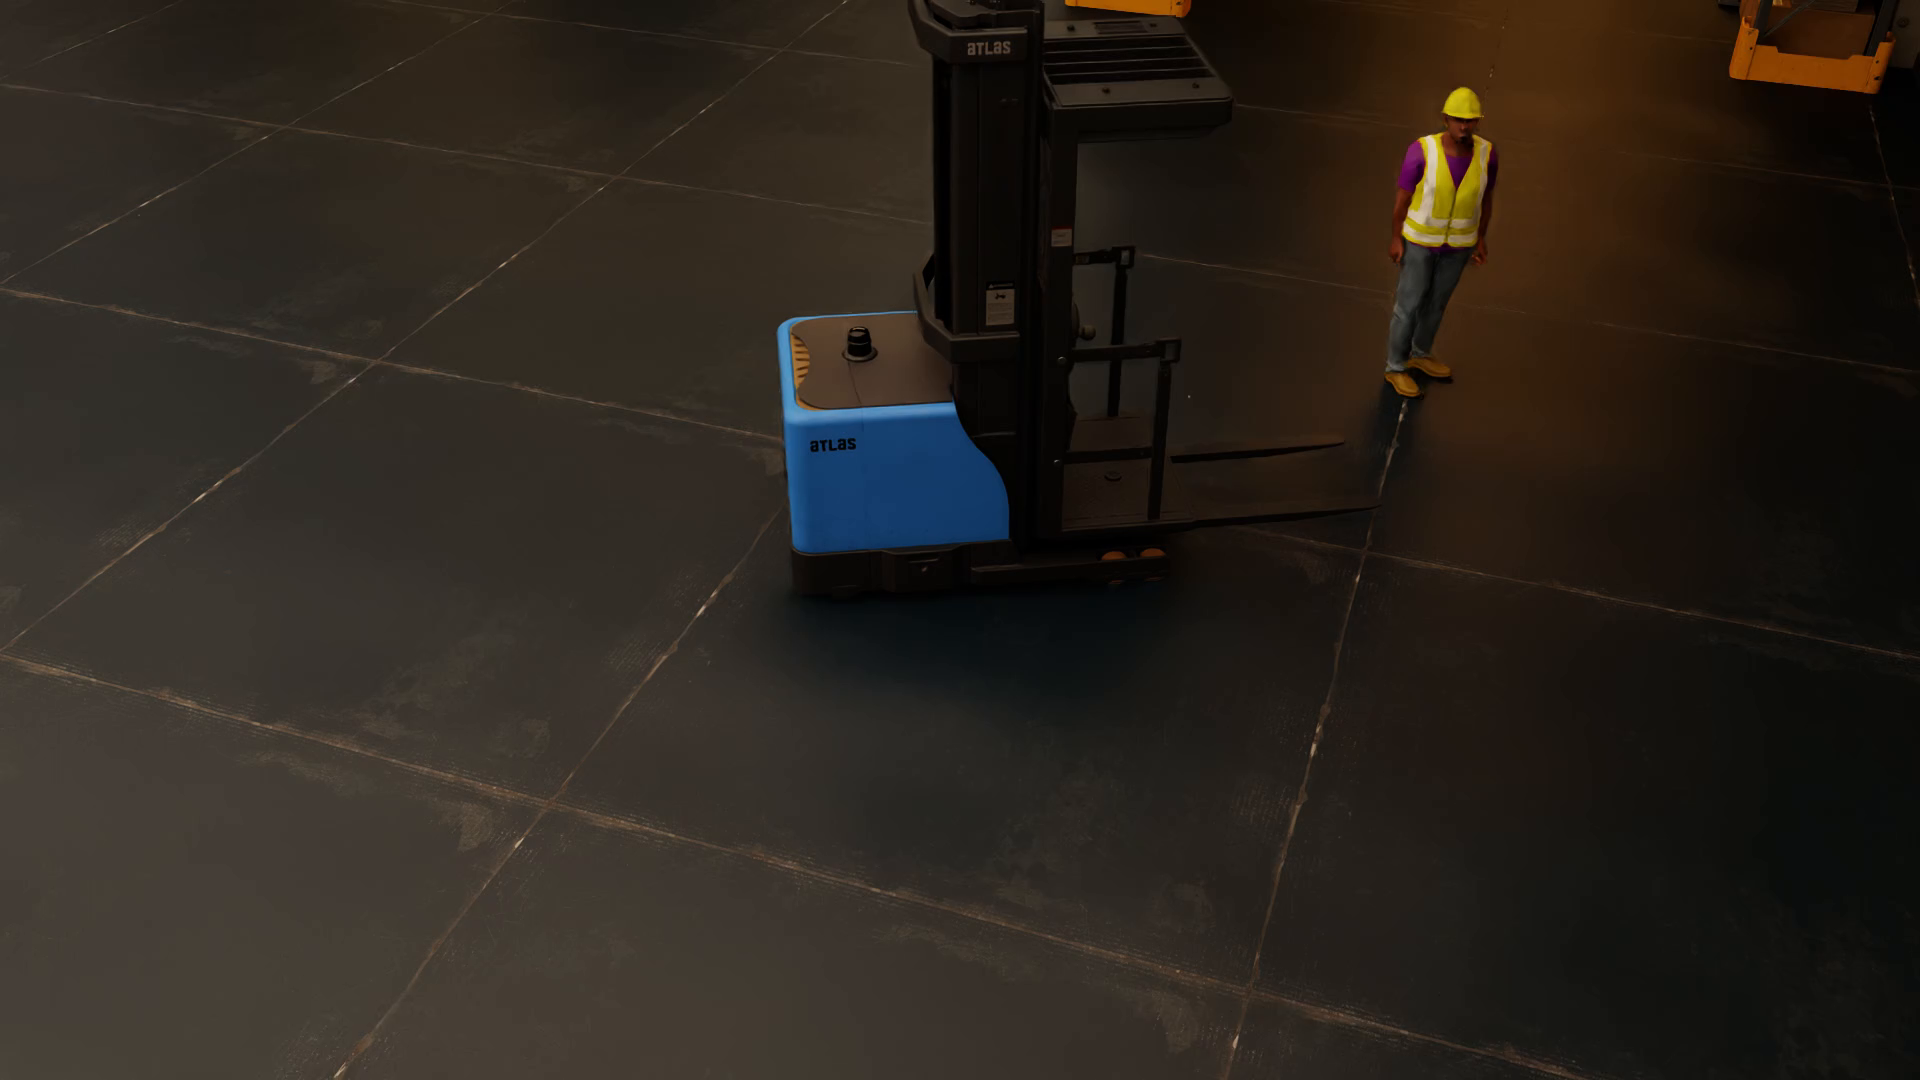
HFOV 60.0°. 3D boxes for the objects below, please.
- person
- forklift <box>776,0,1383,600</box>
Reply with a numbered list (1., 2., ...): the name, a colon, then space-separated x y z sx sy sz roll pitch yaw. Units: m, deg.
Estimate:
1. person: 2.756 -1.681 9.493 0.560 1.769 0.485 0 35 0
2. forklift: 0.623 -1.273 7.906 3.031 2.935 1.130 -4 36 -6
